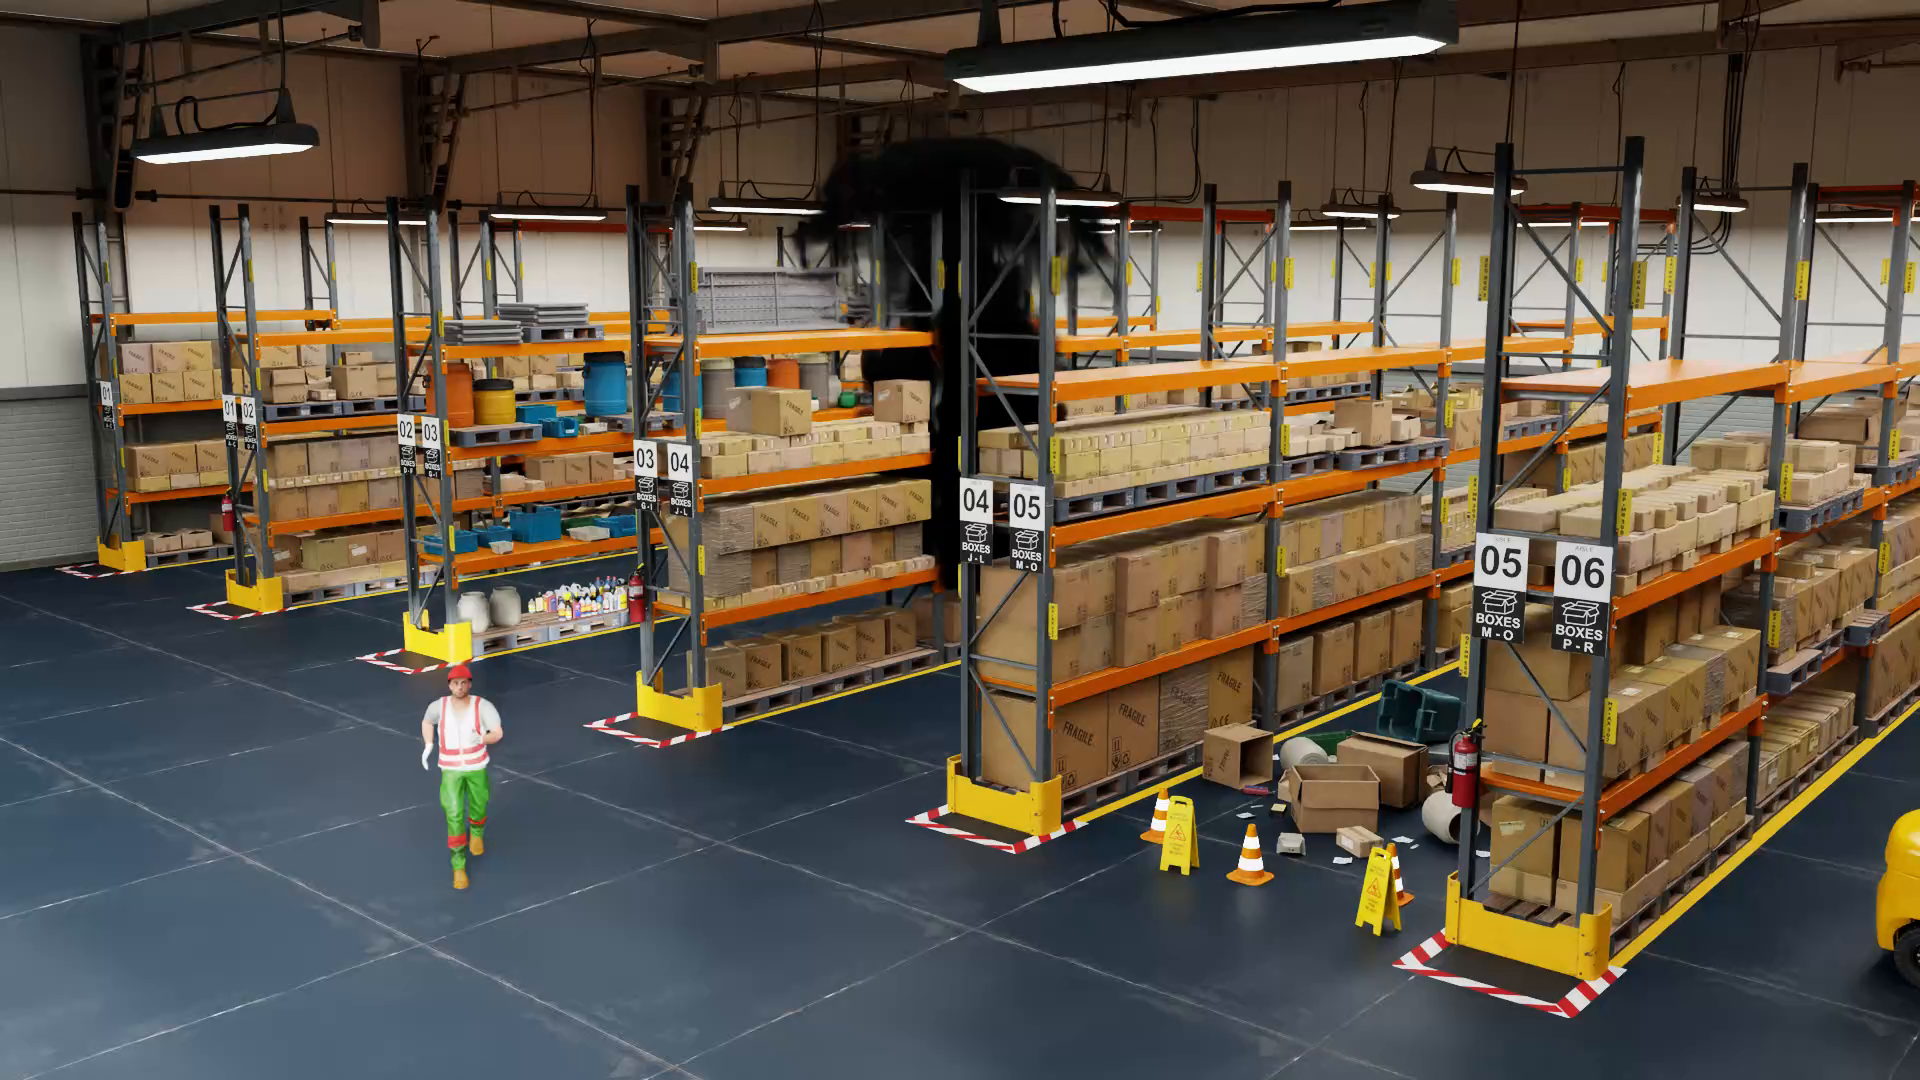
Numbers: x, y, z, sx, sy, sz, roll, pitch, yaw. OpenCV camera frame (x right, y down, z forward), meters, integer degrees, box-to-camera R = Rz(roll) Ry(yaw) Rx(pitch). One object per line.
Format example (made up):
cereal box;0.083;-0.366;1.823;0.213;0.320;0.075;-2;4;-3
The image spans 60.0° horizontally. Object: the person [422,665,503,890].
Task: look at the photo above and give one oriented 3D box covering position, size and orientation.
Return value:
person;-4.202;1.934;14.083;0.662;1.786;0.982;-3;10;-17
